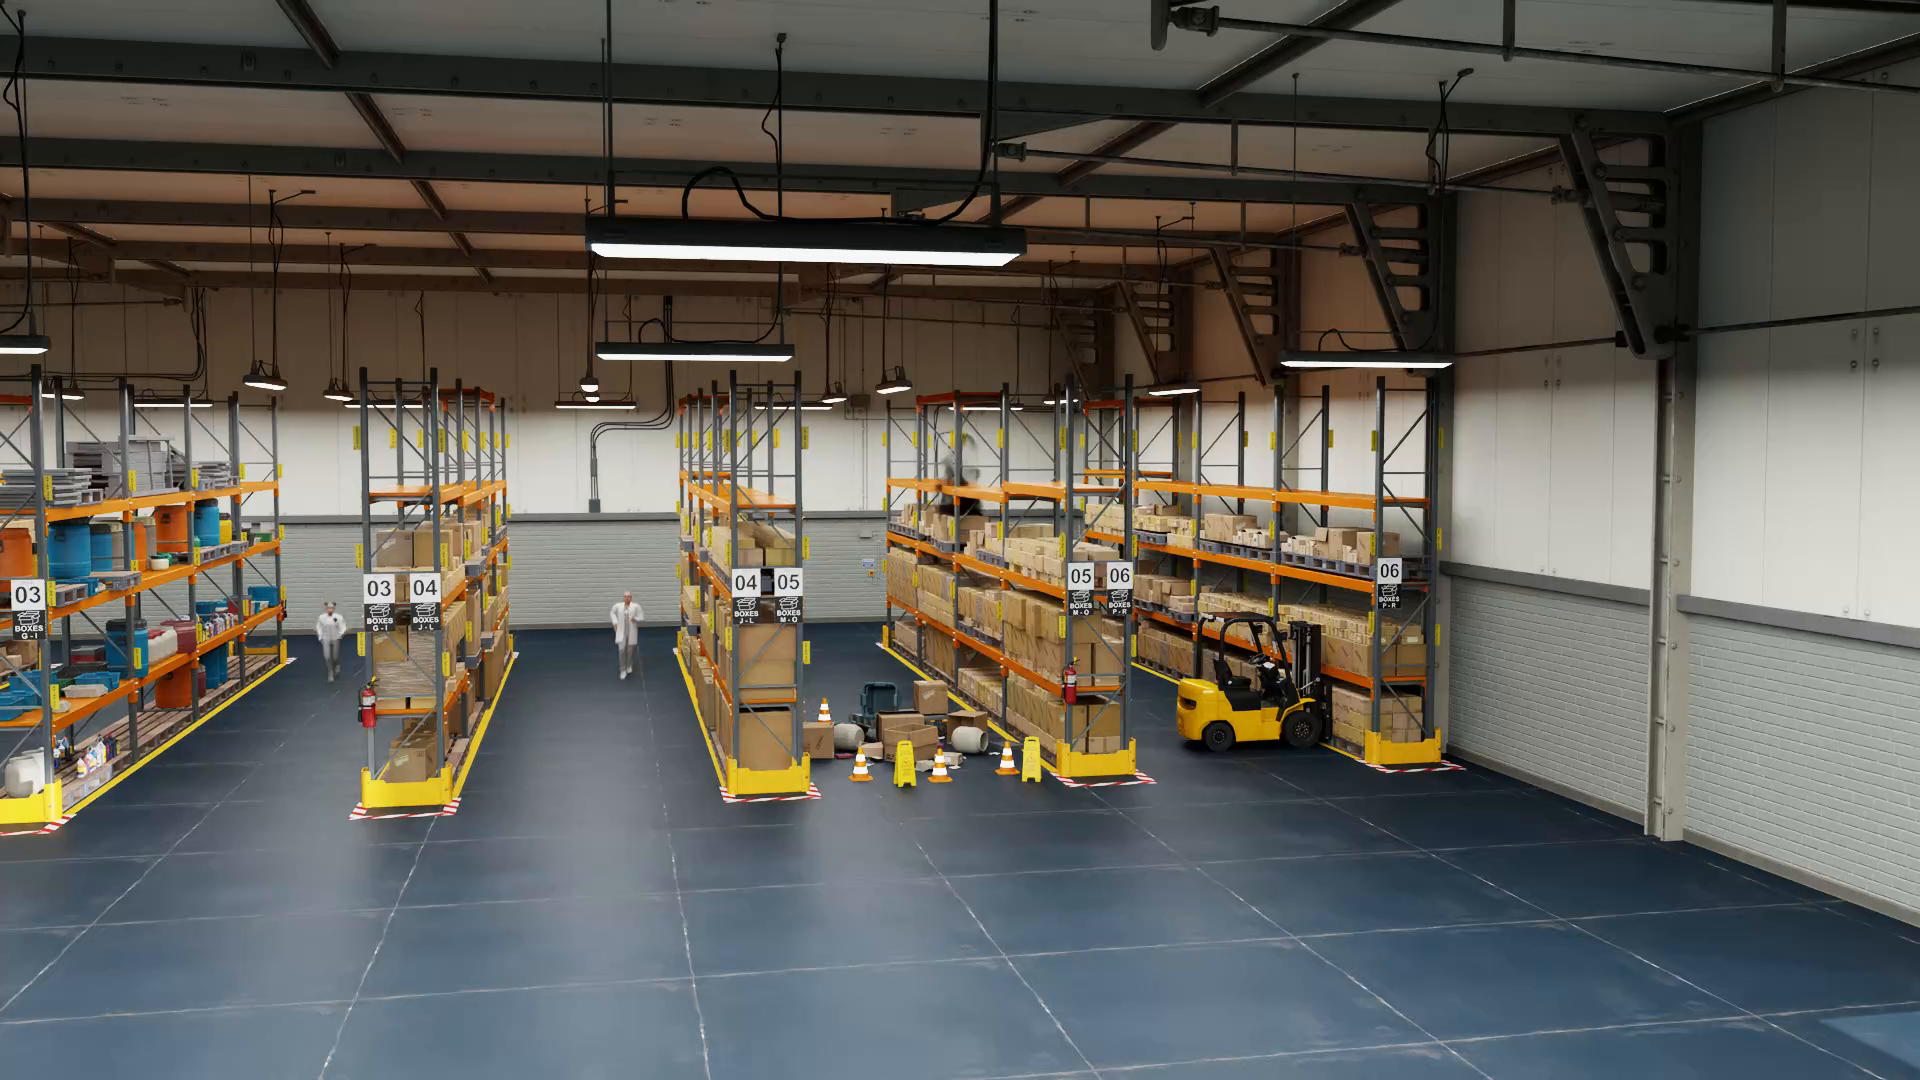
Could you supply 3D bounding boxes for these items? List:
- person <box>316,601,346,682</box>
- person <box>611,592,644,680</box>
[{"bbox_3d":[-13.189,2.102,34.882,0.599,1.676,0.831,-1,4,-16],"label":"person"},{"bbox_3d":[-7.073,2.000,35.332,0.685,1.819,1.001,-1,3,-10],"label":"person"}]
